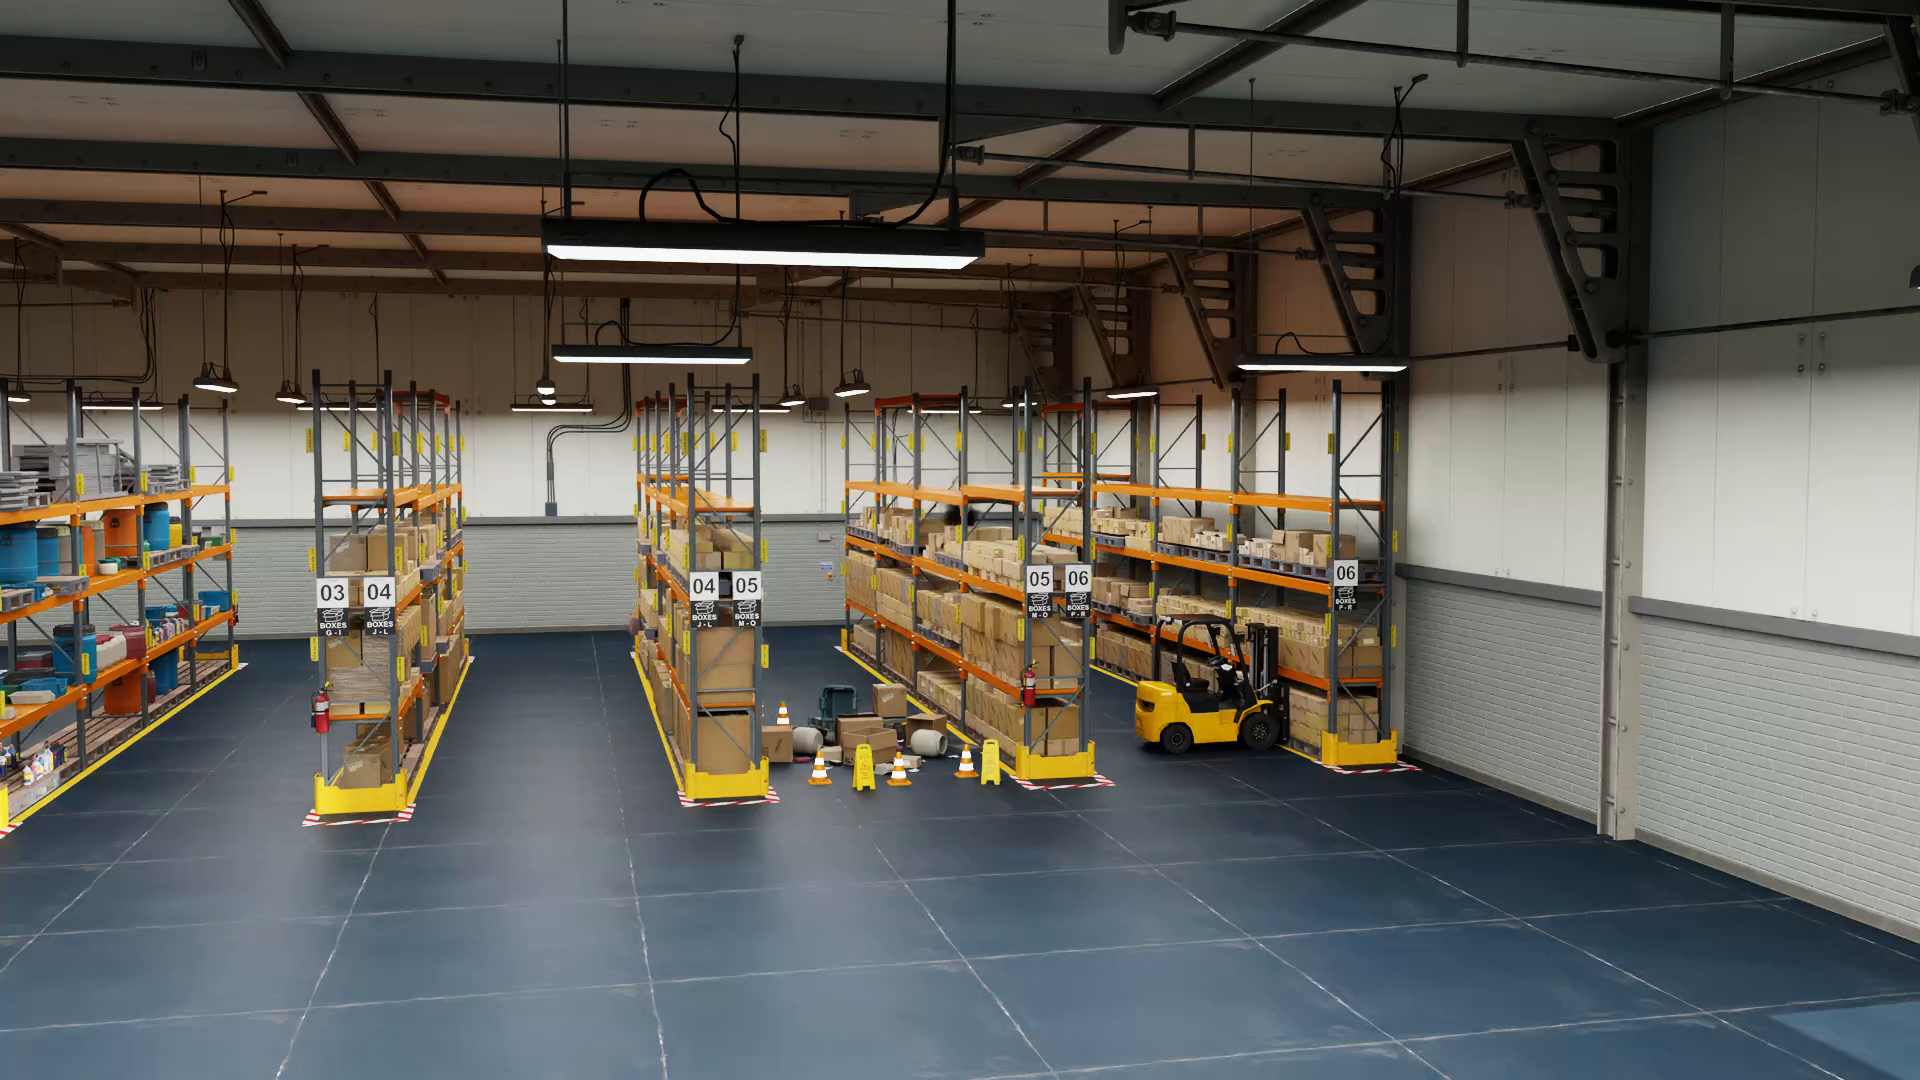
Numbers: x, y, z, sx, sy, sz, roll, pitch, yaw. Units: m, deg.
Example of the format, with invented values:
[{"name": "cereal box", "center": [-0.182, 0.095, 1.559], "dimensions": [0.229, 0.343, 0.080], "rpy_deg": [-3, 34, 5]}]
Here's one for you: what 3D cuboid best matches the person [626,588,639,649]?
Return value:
[{"name": "person", "center": [-7.859, 1.872, 40.395], "dimensions": [0.554, 1.580, 0.669], "rpy_deg": [0, 3, -1]}]
